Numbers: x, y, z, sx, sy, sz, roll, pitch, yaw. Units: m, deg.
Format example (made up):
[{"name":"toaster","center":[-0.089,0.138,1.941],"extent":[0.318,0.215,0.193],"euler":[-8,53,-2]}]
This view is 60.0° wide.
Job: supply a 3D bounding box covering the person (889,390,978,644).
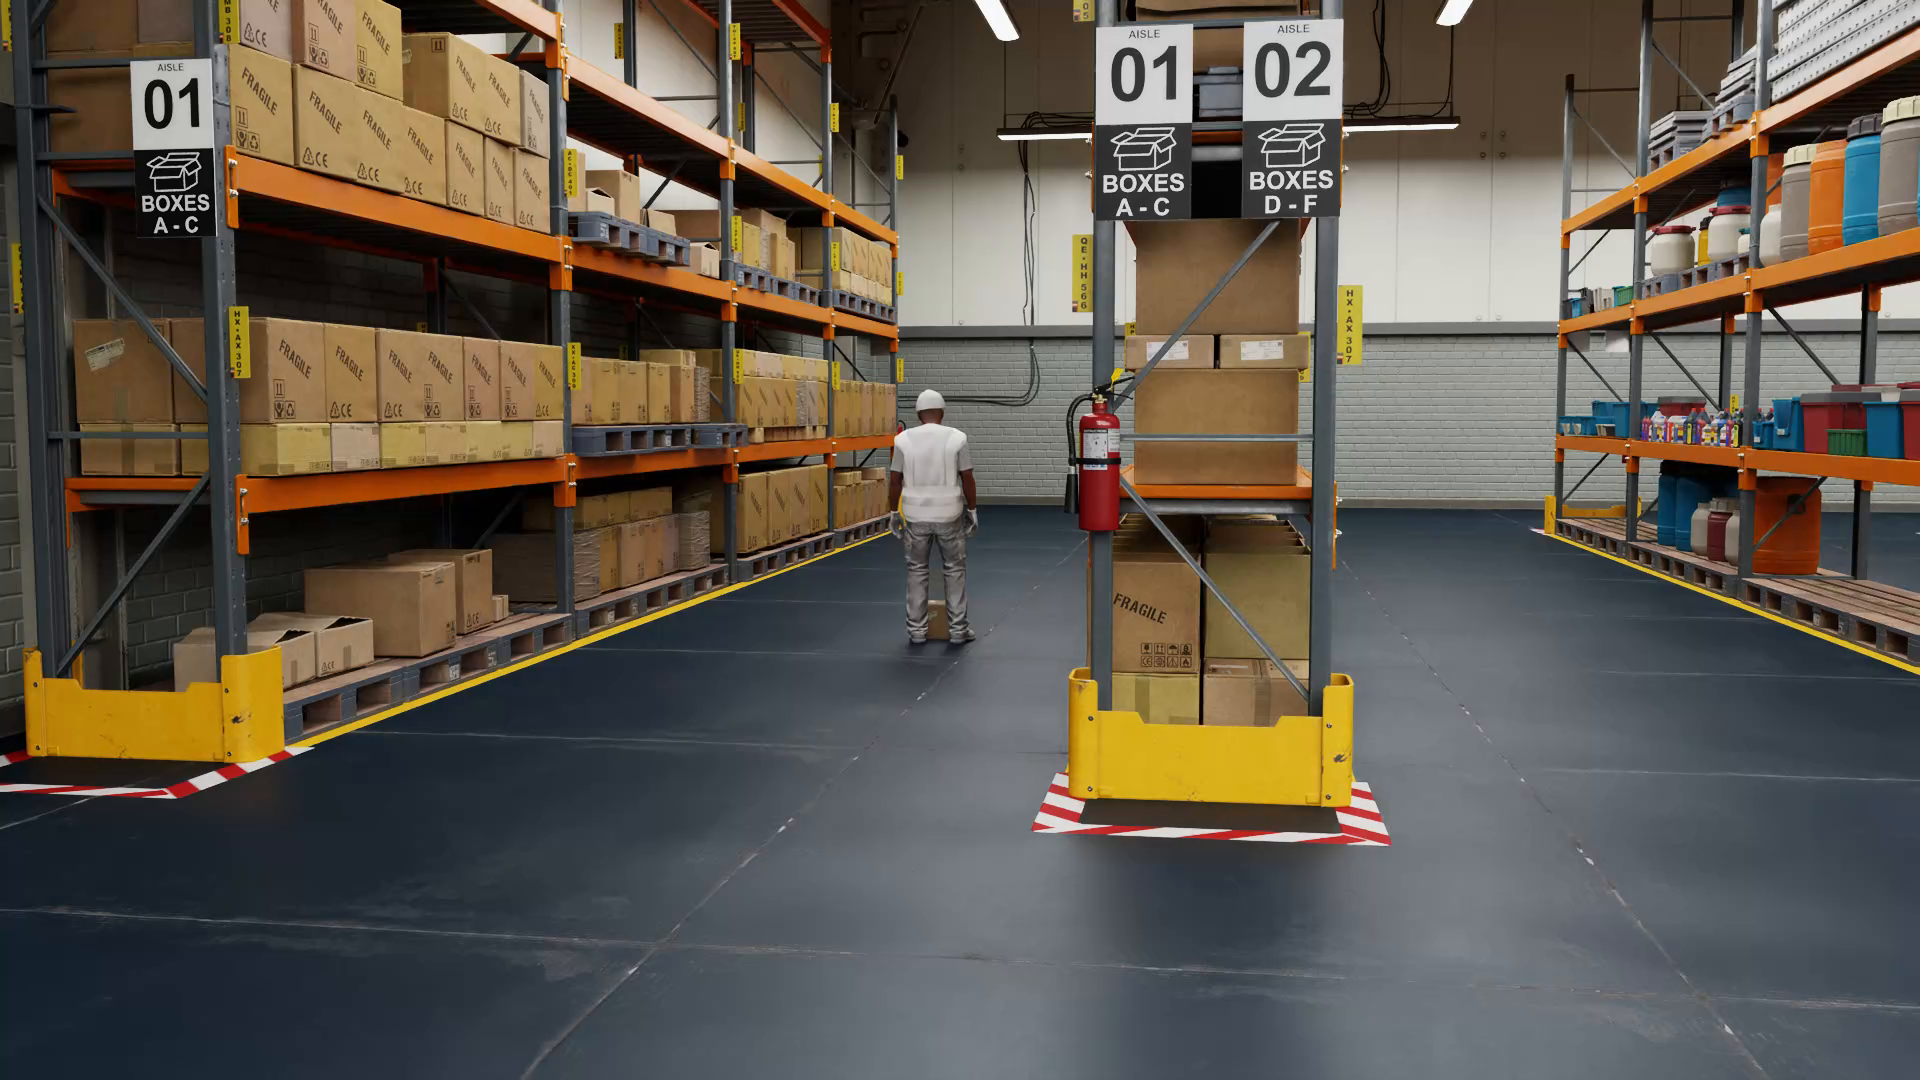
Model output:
[{"name":"person","center":[-0.186,-0.166,11.678],"extent":[0.623,1.773,0.450],"euler":[0,4,5]}]
